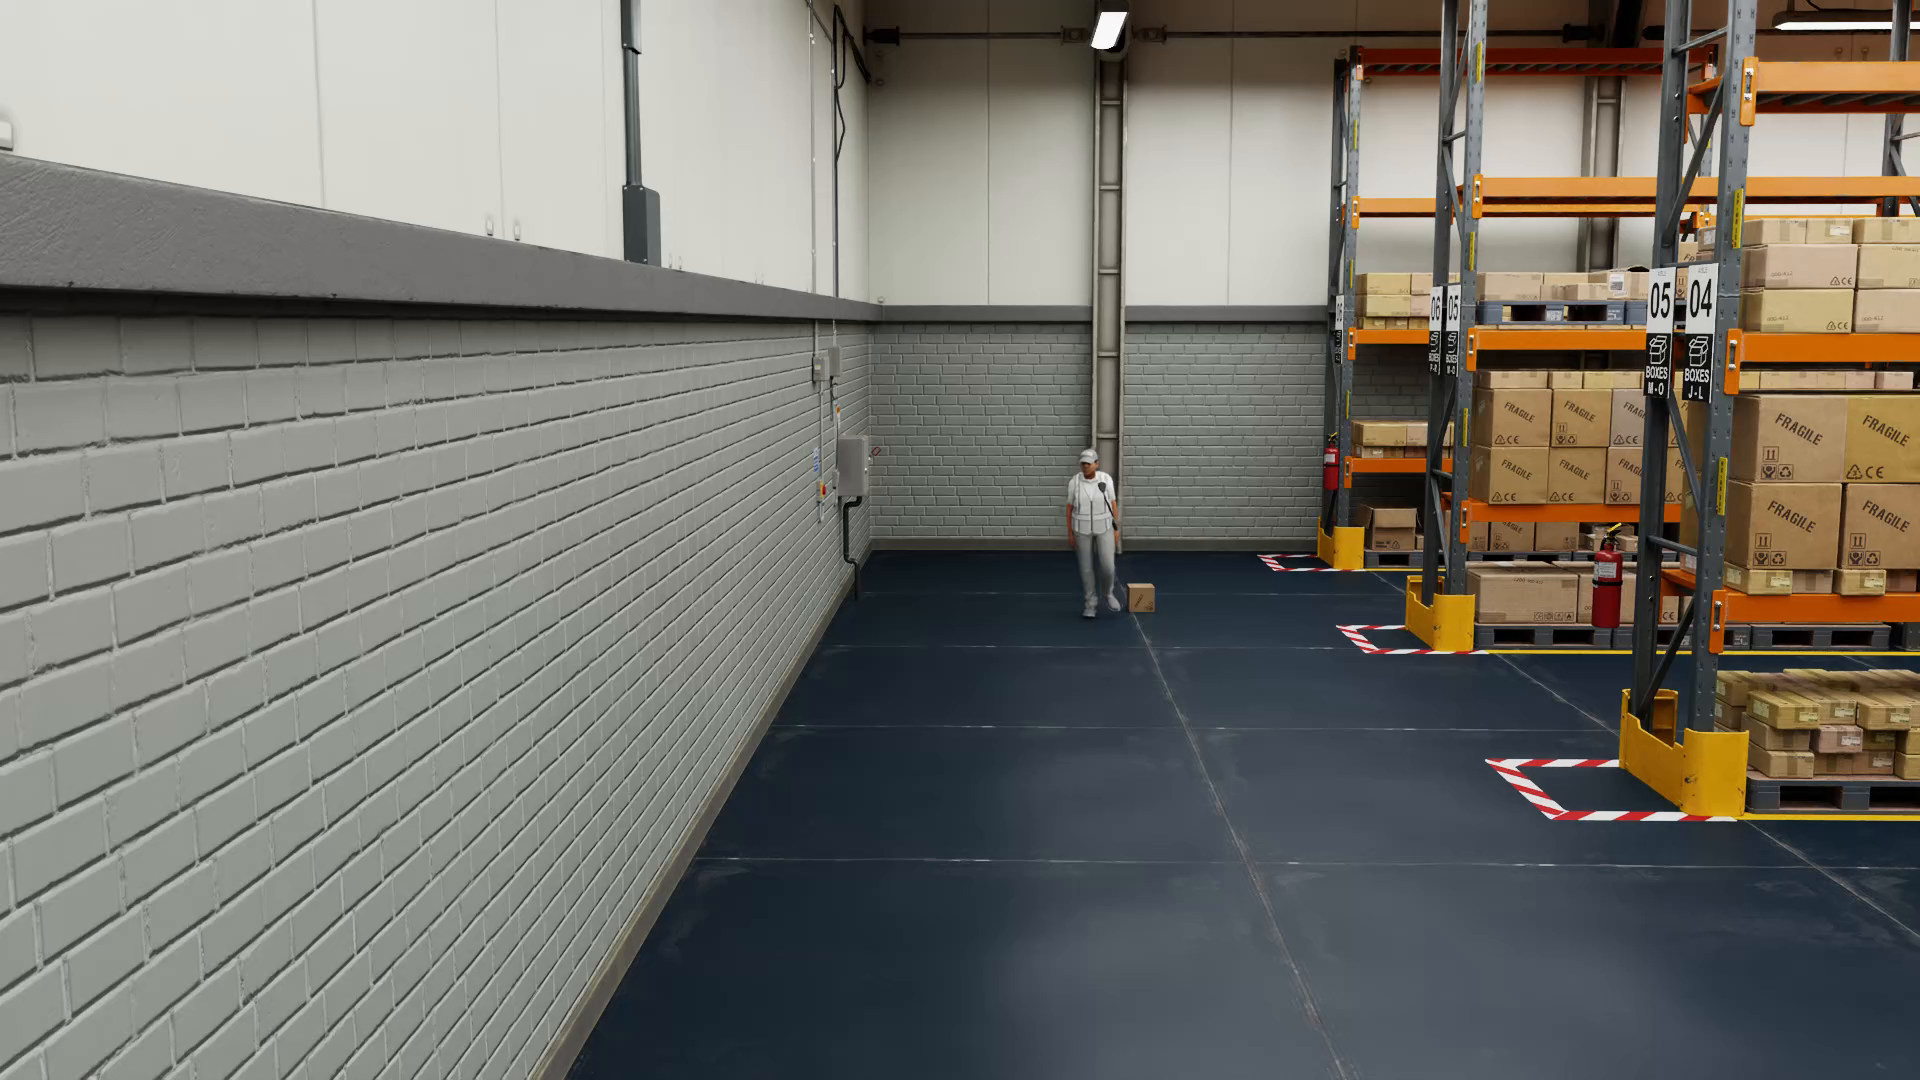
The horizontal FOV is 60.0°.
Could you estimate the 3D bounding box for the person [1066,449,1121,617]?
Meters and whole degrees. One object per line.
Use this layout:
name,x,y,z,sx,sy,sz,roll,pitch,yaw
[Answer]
person,1.302,-0.067,16.207,0.540,1.652,0.490,1,7,10
